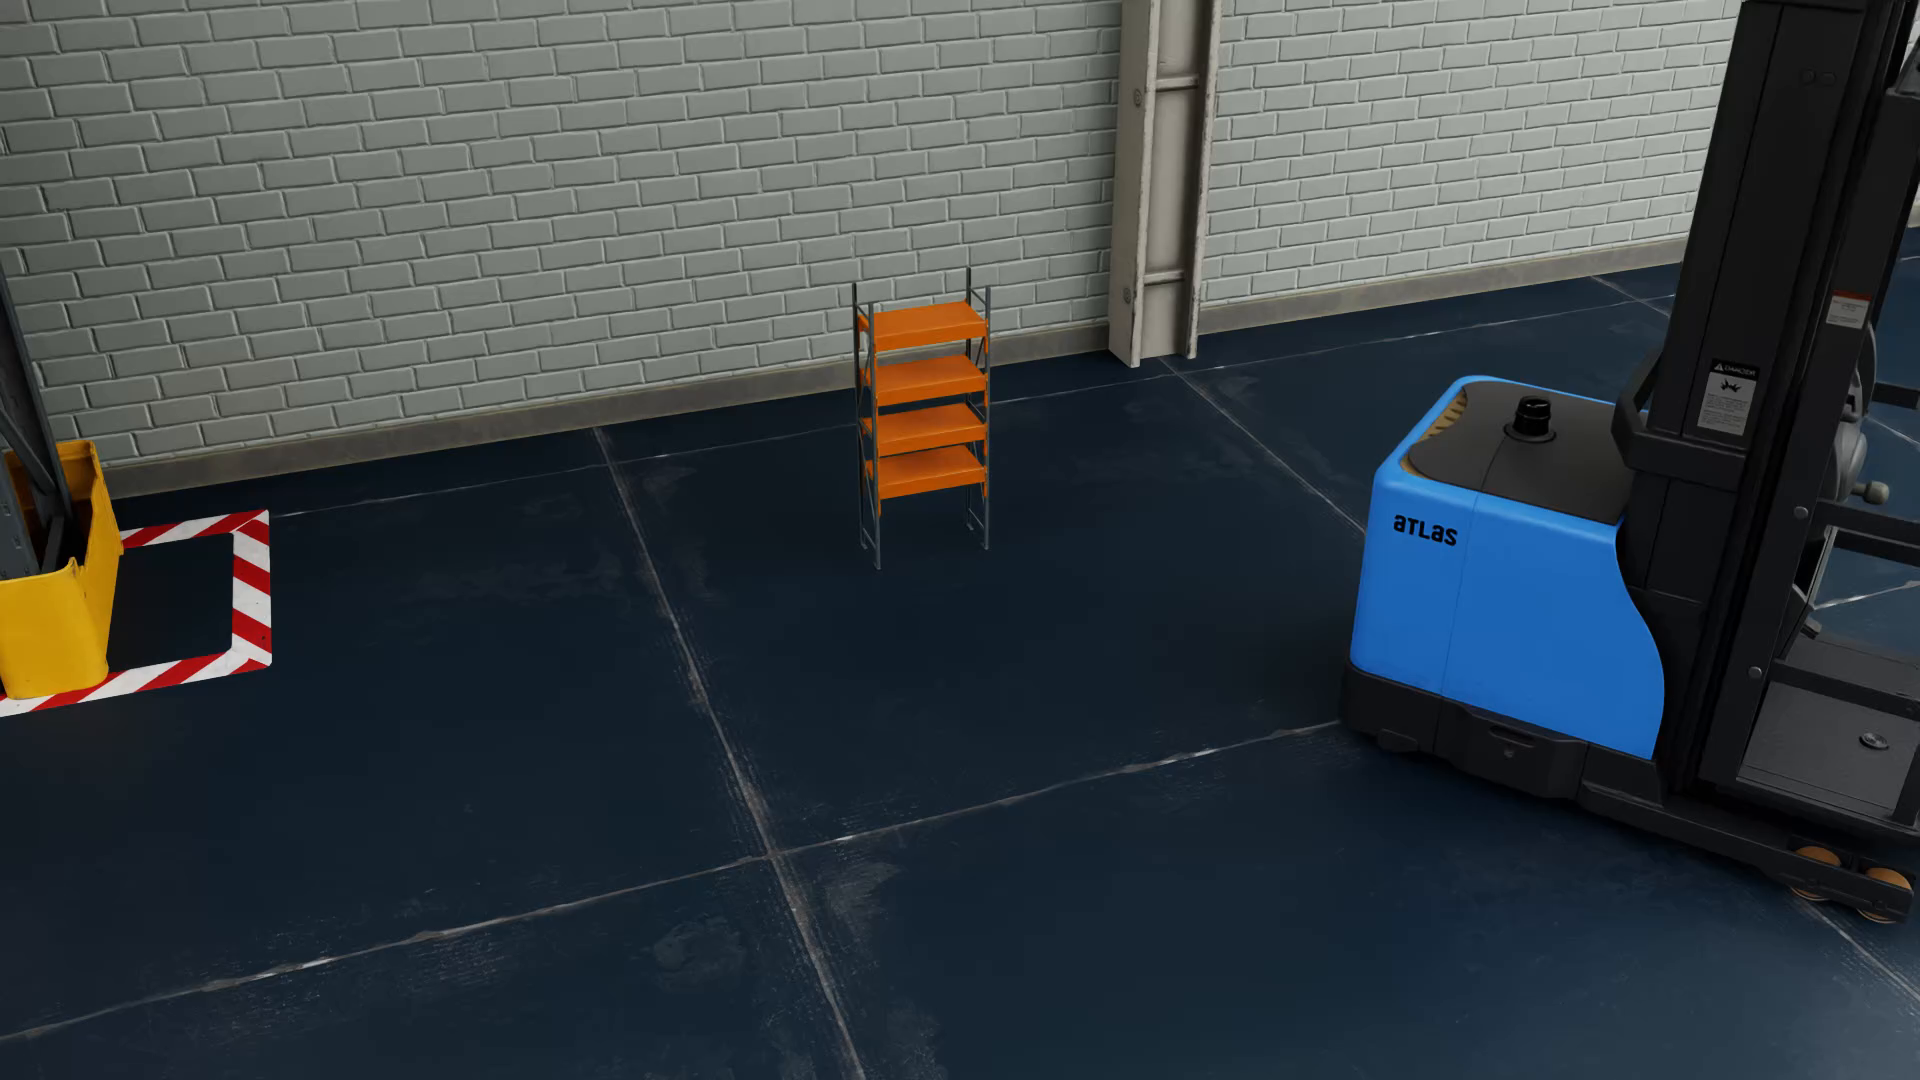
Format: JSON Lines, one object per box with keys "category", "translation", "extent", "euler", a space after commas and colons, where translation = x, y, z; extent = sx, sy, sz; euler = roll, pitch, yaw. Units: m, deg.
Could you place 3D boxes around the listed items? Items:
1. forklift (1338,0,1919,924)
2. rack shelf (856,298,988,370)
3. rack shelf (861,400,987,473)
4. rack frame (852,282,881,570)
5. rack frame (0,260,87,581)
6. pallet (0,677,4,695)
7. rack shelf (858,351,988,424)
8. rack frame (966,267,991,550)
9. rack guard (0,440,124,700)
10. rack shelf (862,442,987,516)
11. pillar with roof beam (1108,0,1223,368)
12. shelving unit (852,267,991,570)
{"category": "forklift", "translation": [2.886, -0.386, 4.967], "extent": [3.031, 2.935, 1.130], "euler": [17, 34, 27]}
{"category": "rack shelf", "translation": [-0.155, -0.834, 6.708], "extent": [0.480, 0.148, 0.258], "euler": [-10, 31, -18]}
{"category": "rack shelf", "translation": [-0.155, -0.434, 6.936], "extent": [0.480, 0.148, 0.258], "euler": [-10, 31, -18]}
{"category": "rack frame", "translation": [-0.384, -0.451, 6.829], "extent": [0.015, 1.200, 0.240], "euler": [-10, 31, -18]}
{"category": "rack frame", "translation": [-3.617, -0.993, 5.962], "extent": [0.127, 3.000, 1.000], "euler": [-10, 31, -18]}
{"category": "pallet", "translation": [-4.320, 0.370, 6.387], "extent": [1.213, 0.211, 1.003], "euler": [-10, 31, -18]}
{"category": "rack shelf", "translation": [-0.155, -0.629, 6.825], "extent": [0.480, 0.148, 0.258], "euler": [-10, 31, -18]}
{"category": "rack frame", "translation": [0.074, -0.535, 6.977], "extent": [0.015, 1.200, 0.240], "euler": [-10, 31, -18]}
{"category": "rack guard", "translation": [-3.595, 0.089, 6.588], "extent": [0.348, 0.500, 1.175], "euler": [-10, 31, -18]}
{"category": "rack shelf", "translation": [-0.155, -0.262, 7.034], "extent": [0.480, 0.148, 0.258], "euler": [-10, 31, -18]}
{"category": "pillar with roof beam", "translation": [2.540, -2.936, 3.312], "extent": [0.400, 9.000, 9.100], "euler": [-10, 31, -18]}
{"category": "shelving unit", "translation": [-0.155, -0.493, 6.903], "extent": [0.503, 1.200, 0.258], "euler": [-10, 31, -18]}
